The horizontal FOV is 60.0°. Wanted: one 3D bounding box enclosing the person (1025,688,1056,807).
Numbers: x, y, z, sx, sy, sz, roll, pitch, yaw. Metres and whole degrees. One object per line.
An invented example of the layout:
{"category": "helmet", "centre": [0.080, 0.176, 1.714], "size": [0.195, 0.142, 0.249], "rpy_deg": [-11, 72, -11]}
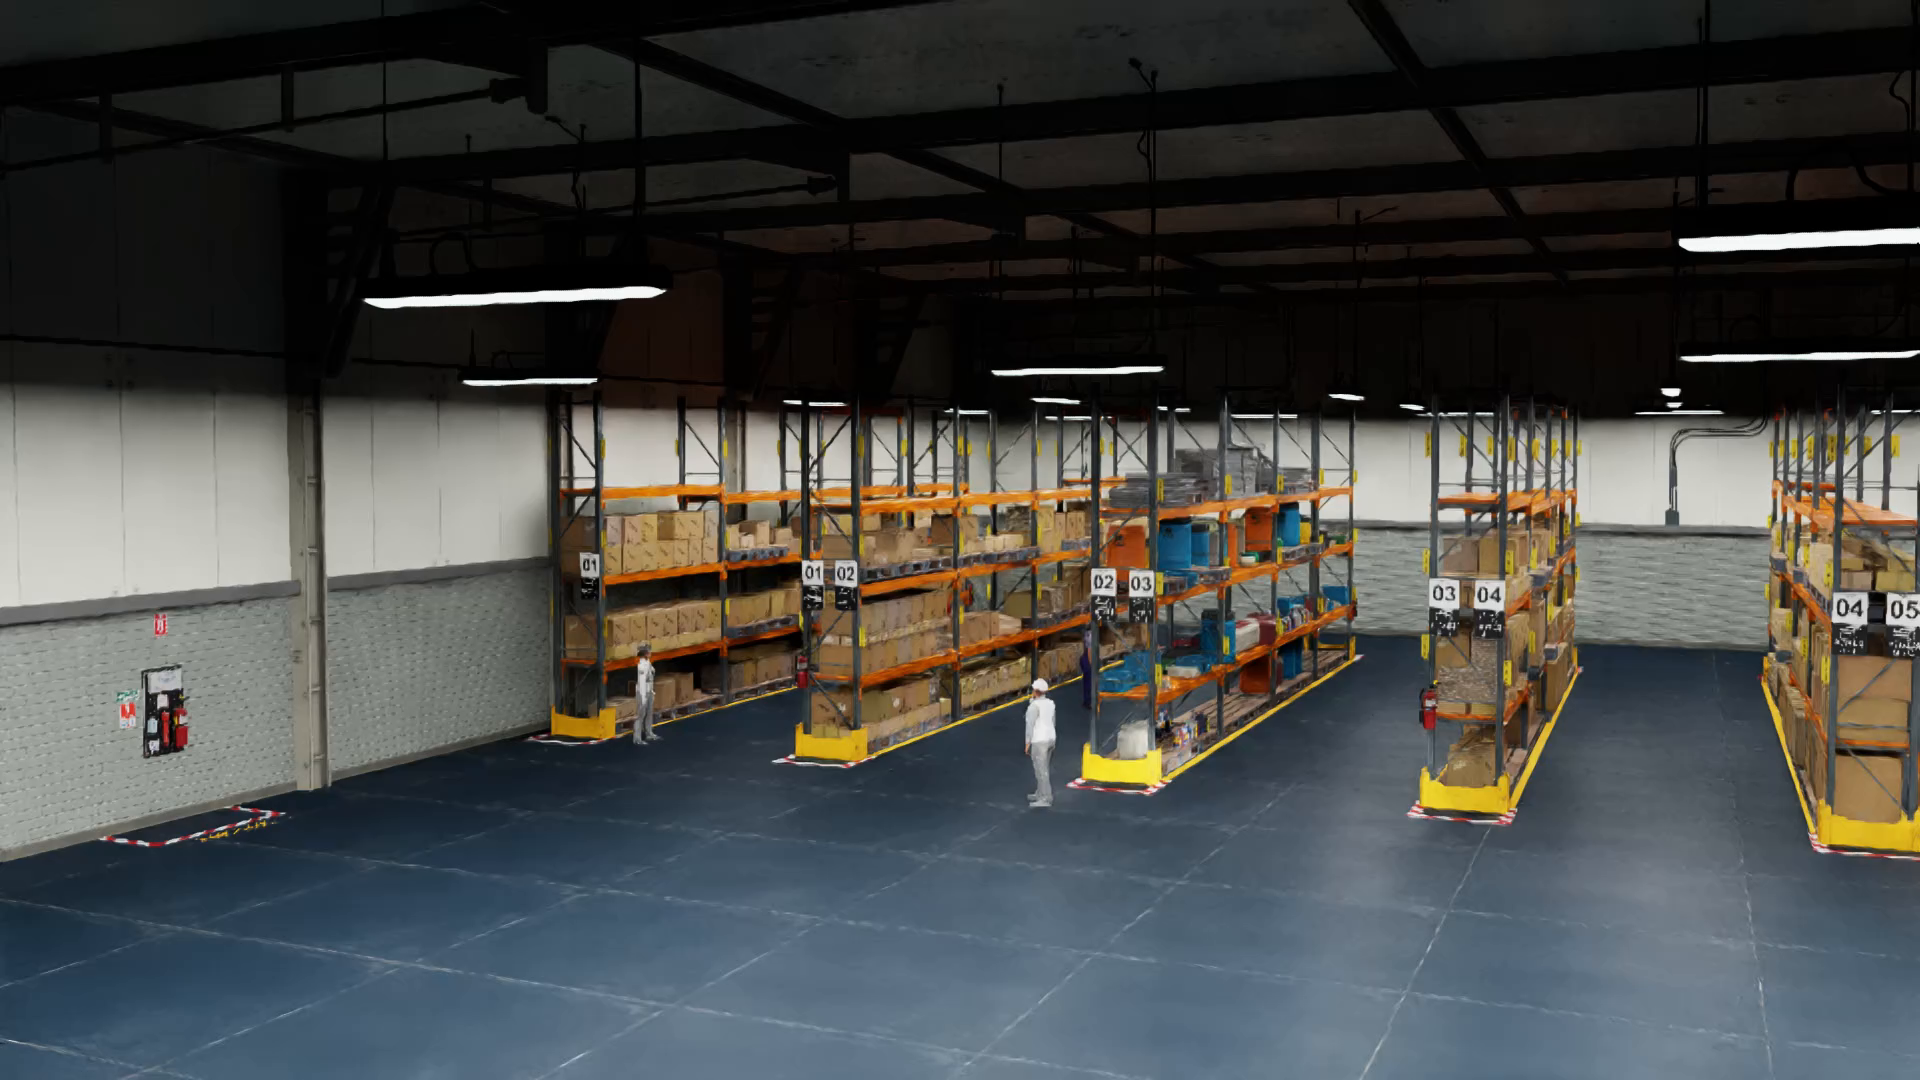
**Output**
{"category": "person", "centre": [1.115, 2.839, 23.324], "size": [0.576, 1.718, 0.657], "rpy_deg": [2, 4, 35]}

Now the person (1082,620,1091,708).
{"category": "person", "centre": [2.536, 2.421, 32.333], "size": [0.358, 1.717, 0.559], "rpy_deg": [0, 3, -4]}

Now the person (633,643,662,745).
{"category": "person", "centre": [-5.300, 2.592, 28.170], "size": [0.432, 1.684, 0.555], "rpy_deg": [0, 3, 2]}

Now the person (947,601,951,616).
{"category": "person", "centre": [-0.498, 1.998, 39.080], "size": [0.534, 1.641, 1.115], "rpy_deg": [1, 3, 22]}
